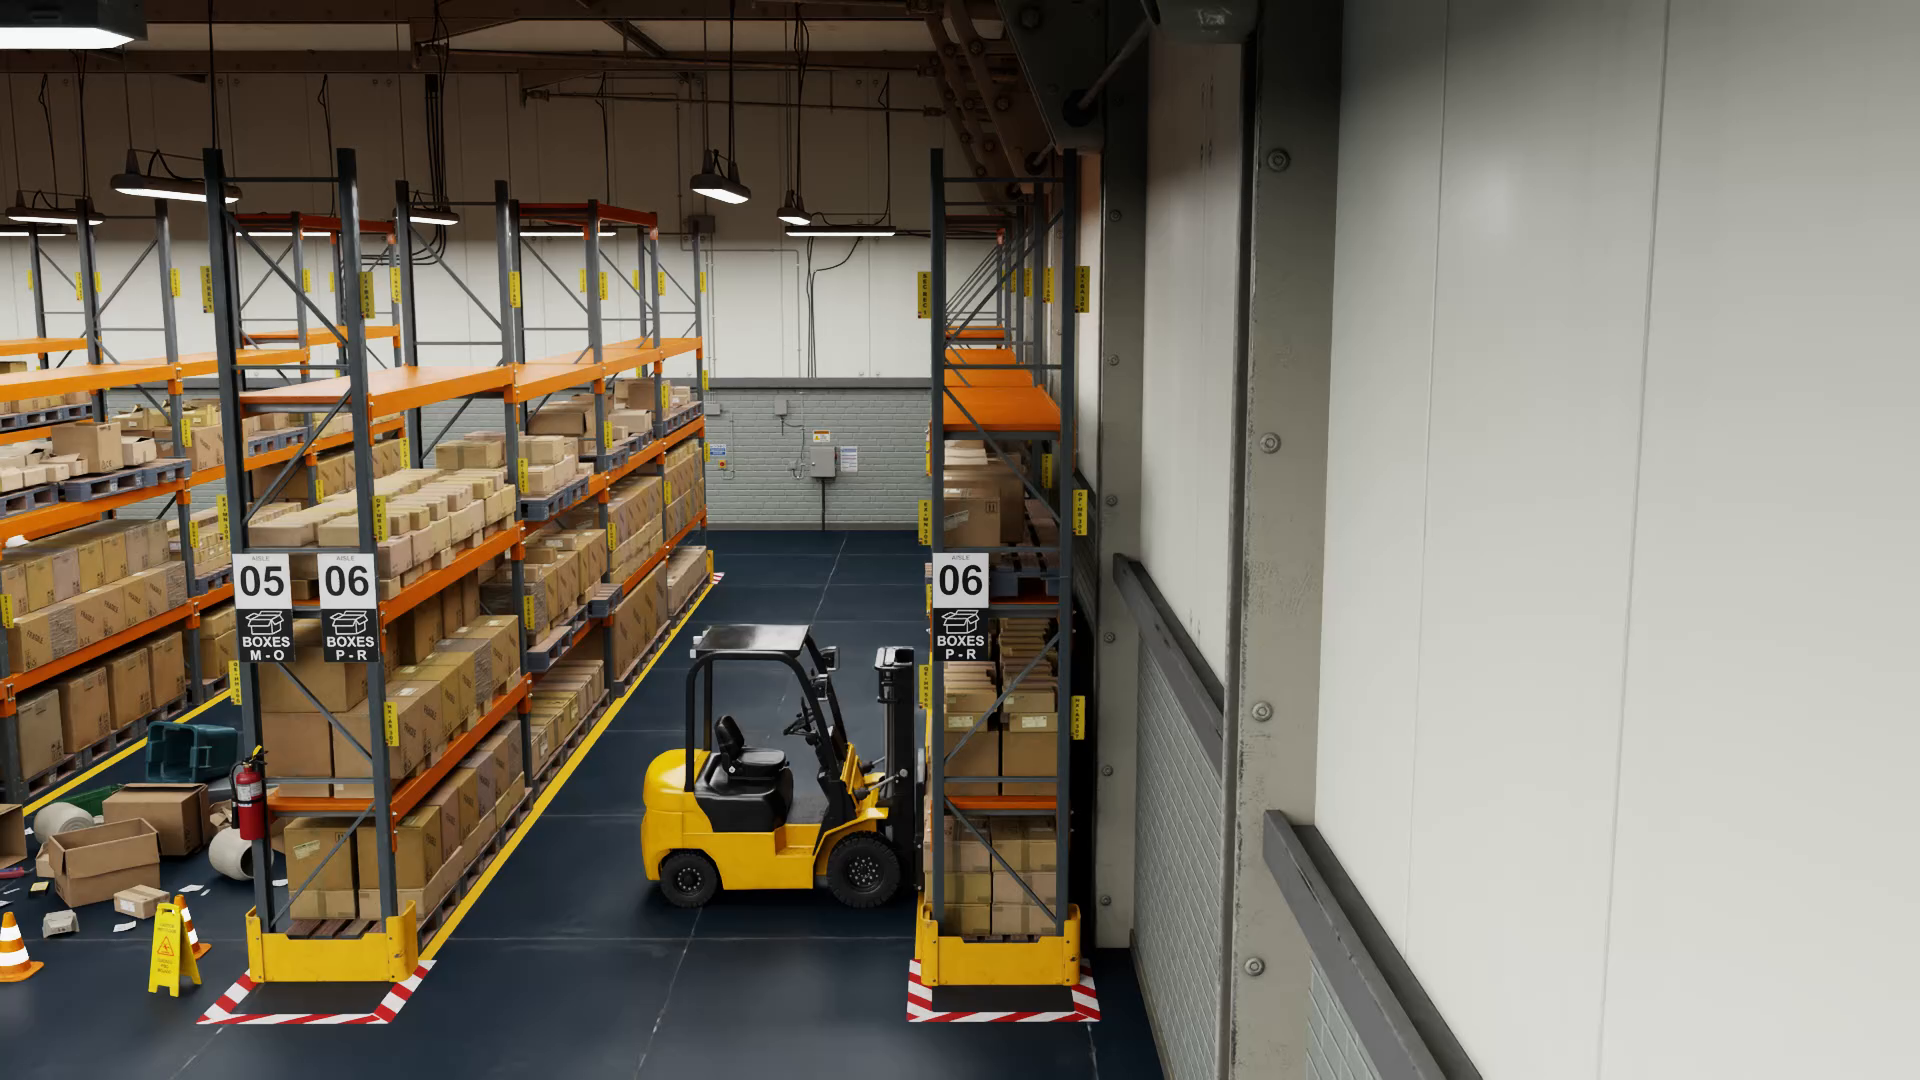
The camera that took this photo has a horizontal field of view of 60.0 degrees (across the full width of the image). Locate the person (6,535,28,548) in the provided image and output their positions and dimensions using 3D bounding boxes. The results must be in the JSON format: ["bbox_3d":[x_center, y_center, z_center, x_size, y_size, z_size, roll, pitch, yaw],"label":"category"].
[{"bbox_3d":[-12.385,0.789,21.873,0.526,1.768,0.481,8,12,39],"label":"person"}]
